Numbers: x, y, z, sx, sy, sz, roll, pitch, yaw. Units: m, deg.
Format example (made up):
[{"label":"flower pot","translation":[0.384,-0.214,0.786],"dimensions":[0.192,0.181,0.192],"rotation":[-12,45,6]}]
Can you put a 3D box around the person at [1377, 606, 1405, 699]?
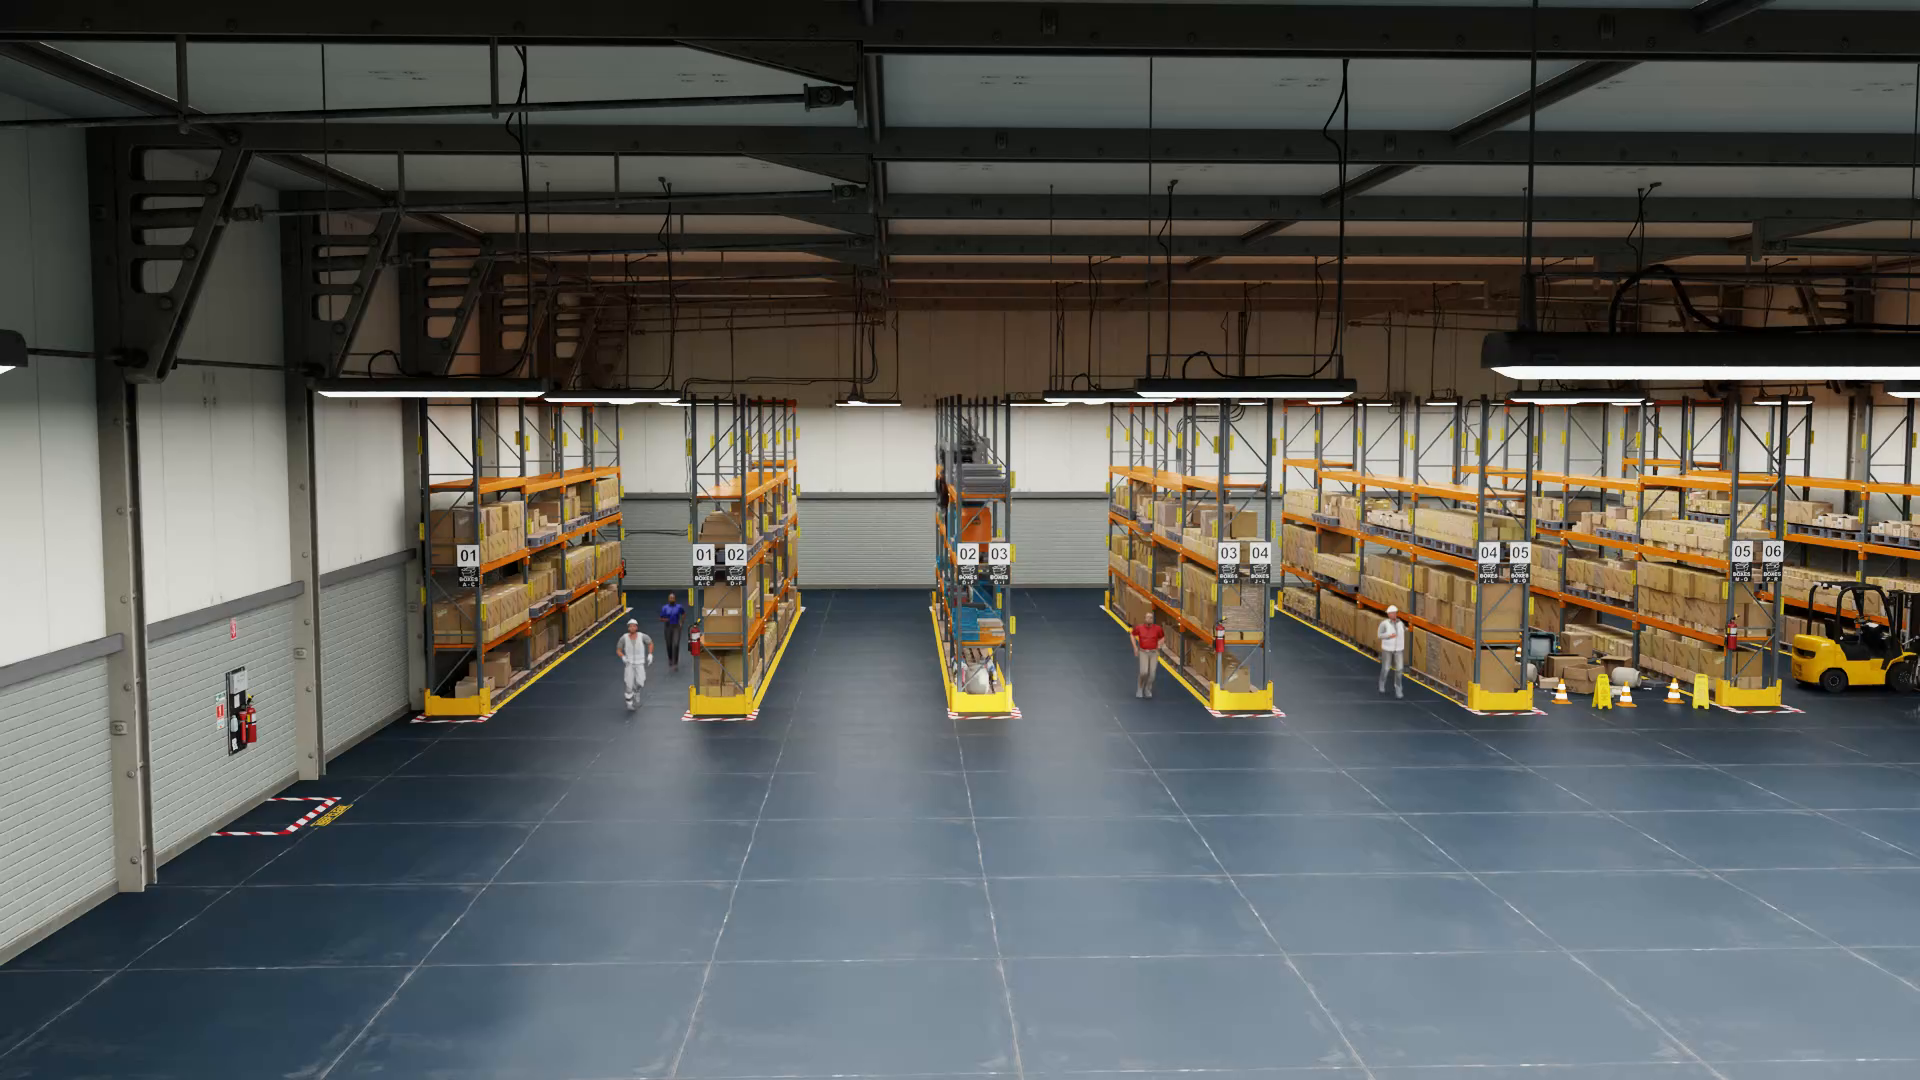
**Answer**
[{"label":"person","translation":[8.613,2.214,33.212],"dimensions":[0.658,1.828,0.828],"rotation":[0,5,-5]}]

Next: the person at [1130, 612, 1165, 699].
[{"label":"person","translation":[3.735,2.290,32.870],"dimensions":[0.661,1.729,0.685],"rotation":[0,5,-4]}]

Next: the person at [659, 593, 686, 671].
[{"label":"person","translation":[-6.321,1.995,36.543],"dimensions":[0.578,1.660,0.870],"rotation":[-1,5,-8]}]

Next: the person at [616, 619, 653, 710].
[{"label":"person","translation":[-6.165,2.369,31.545],"dimensions":[0.694,1.740,0.621],"rotation":[-1,5,-12]}]
